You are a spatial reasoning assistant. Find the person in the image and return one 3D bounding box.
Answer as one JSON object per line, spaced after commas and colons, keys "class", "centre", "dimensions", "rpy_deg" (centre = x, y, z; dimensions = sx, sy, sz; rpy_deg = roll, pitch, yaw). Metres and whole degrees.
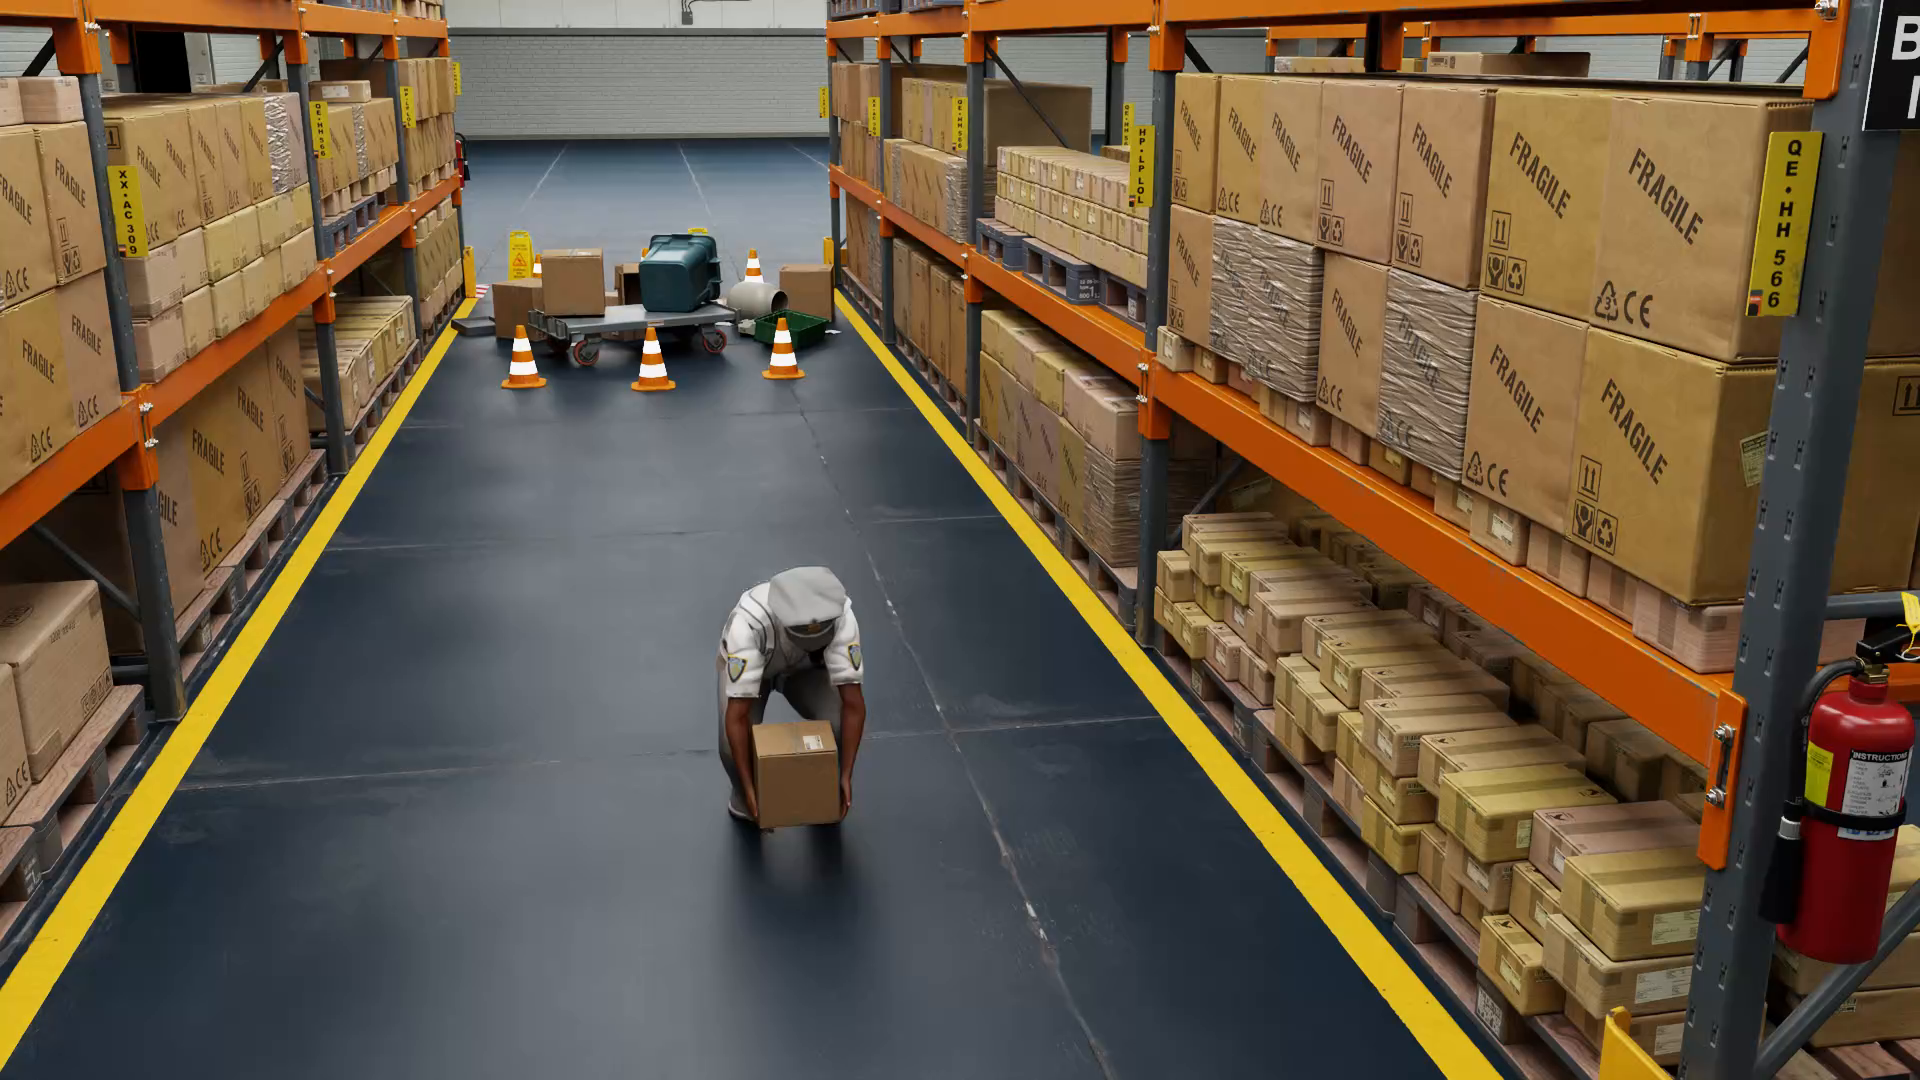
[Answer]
{"class": "person", "centre": [-0.582, 0.495, 5.604], "dimensions": [0.483, 0.968, 0.838], "rpy_deg": [-3, 17, -11]}
